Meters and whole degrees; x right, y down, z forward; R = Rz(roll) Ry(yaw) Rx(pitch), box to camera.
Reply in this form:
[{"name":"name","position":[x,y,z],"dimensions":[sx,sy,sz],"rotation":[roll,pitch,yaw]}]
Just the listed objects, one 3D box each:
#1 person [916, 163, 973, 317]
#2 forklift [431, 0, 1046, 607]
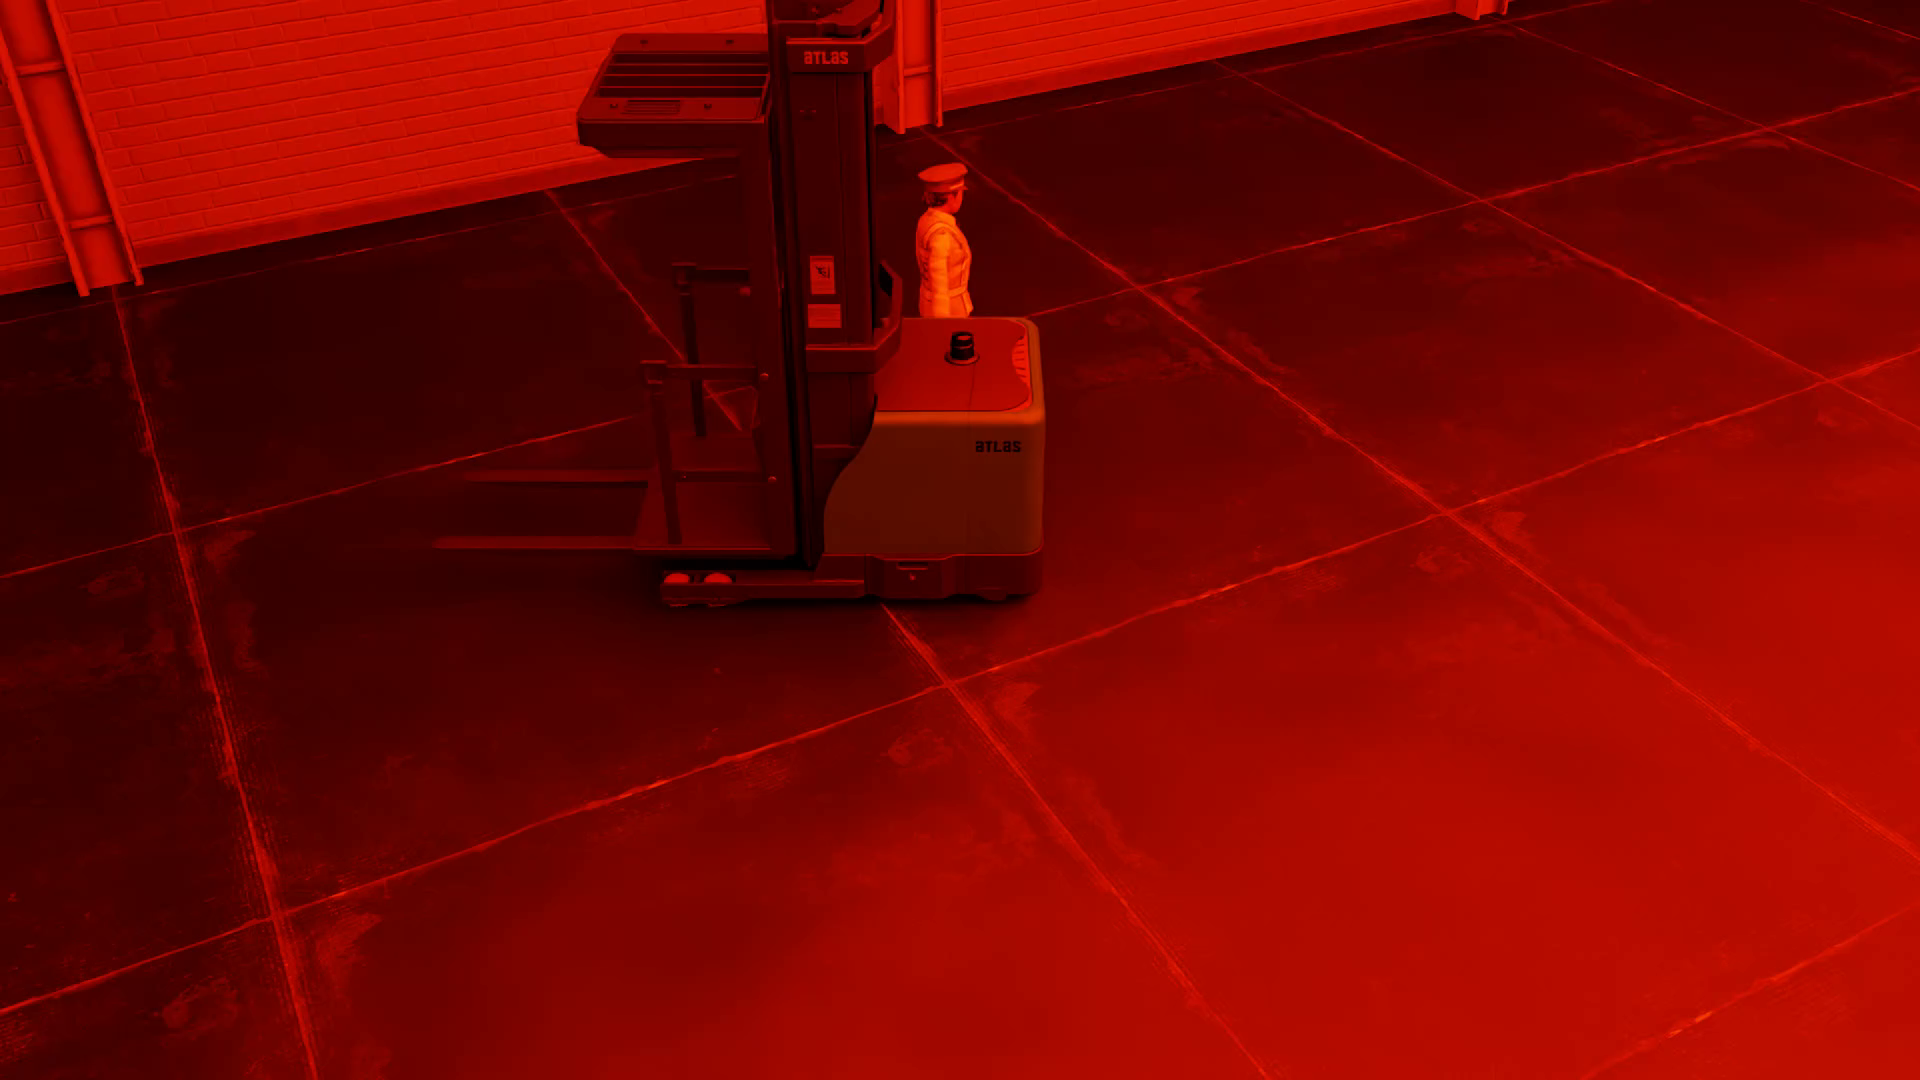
[{"name":"person","position":[-0.144,-1.219,9.024],"dimensions":[0.434,1.600,0.799],"rotation":[-4,35,-5]},{"name":"forklift","position":[-1.106,-1.173,7.783],"dimensions":[3.031,2.935,1.130],"rotation":[0,35,0]}]
